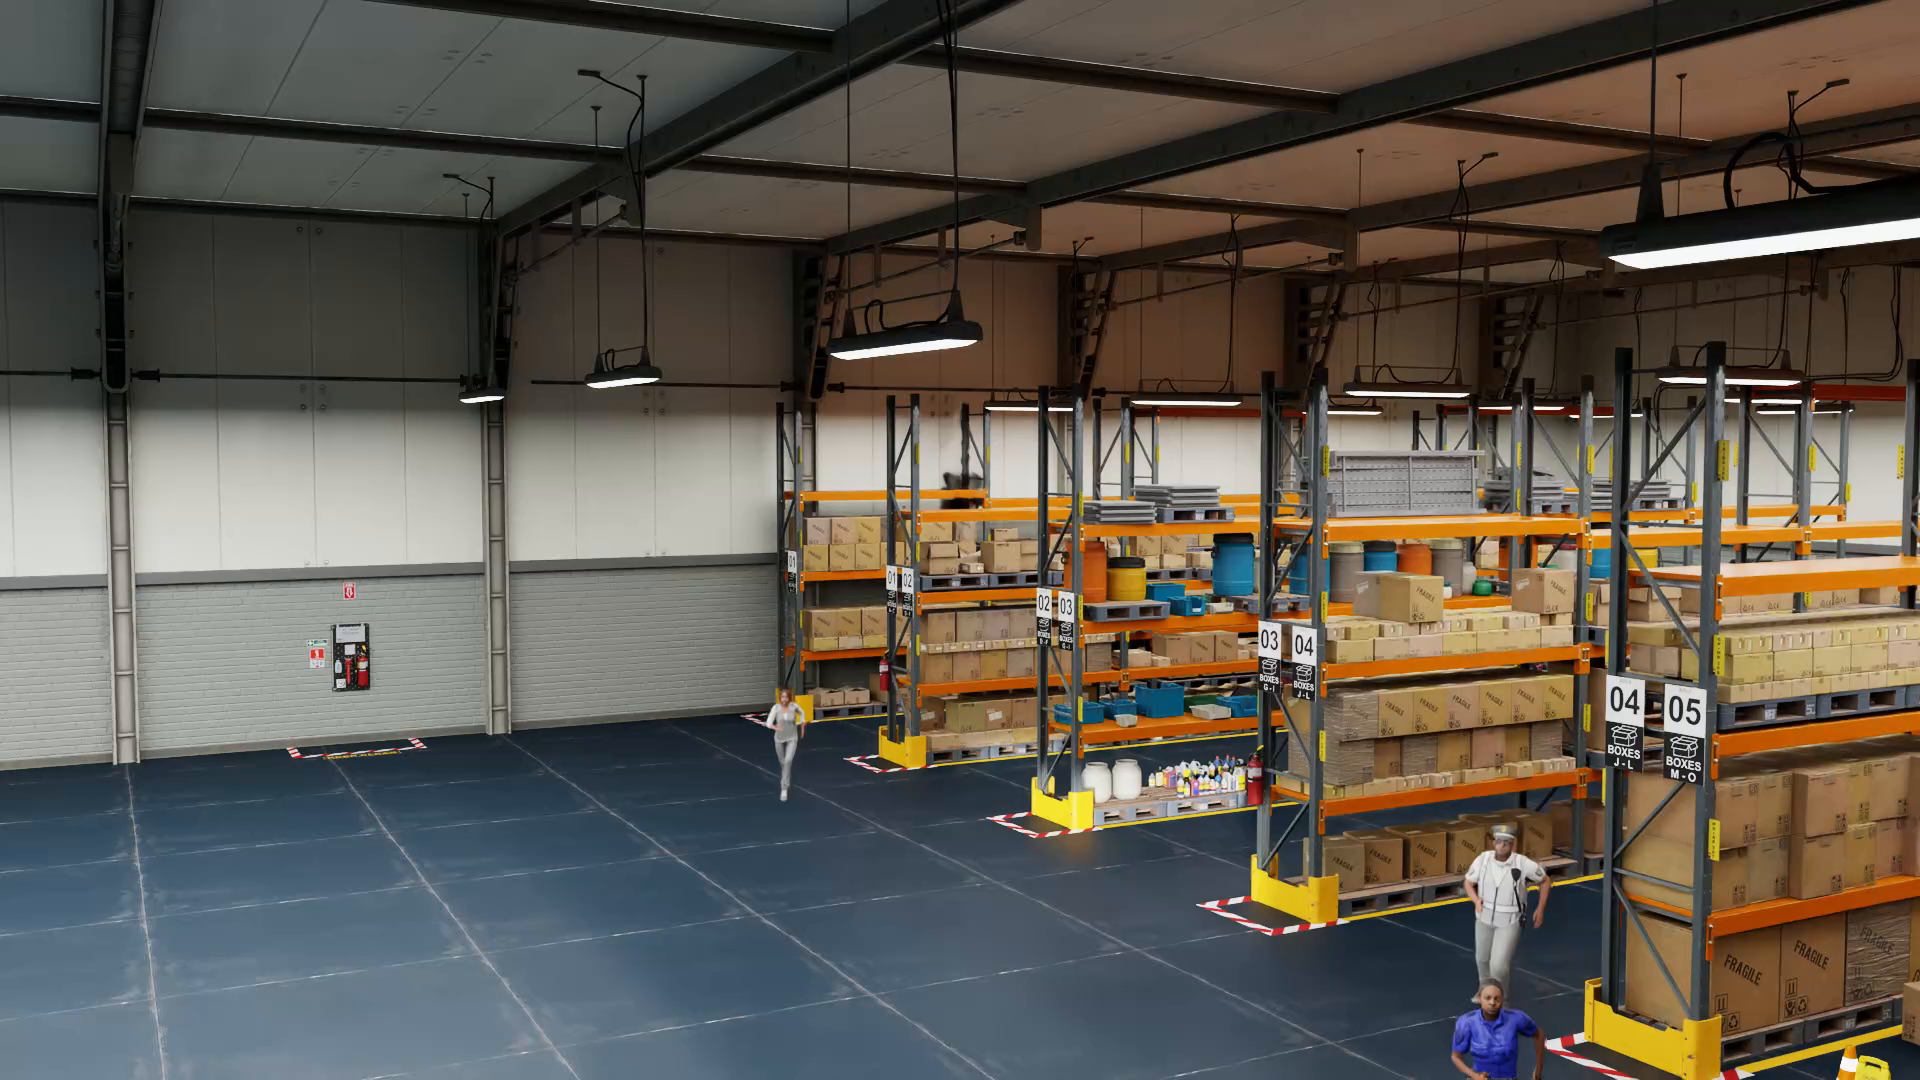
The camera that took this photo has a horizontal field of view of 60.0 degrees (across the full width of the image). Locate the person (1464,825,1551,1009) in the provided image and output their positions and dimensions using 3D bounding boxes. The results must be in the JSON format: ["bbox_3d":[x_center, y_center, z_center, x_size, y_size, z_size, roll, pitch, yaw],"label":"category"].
[{"bbox_3d":[4.892,3.452,14.973,0.703,1.835,0.746,2,4,37],"label":"person"}]

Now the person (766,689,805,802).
[{"bbox_3d":[-2.571,2.980,24.531,0.560,1.612,0.904,0,3,-3],"label":"person"}]

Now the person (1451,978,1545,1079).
[{"bbox_3d":[3.611,3.738,11.151,0.617,1.605,0.612,1,3,14],"label":"person"}]
